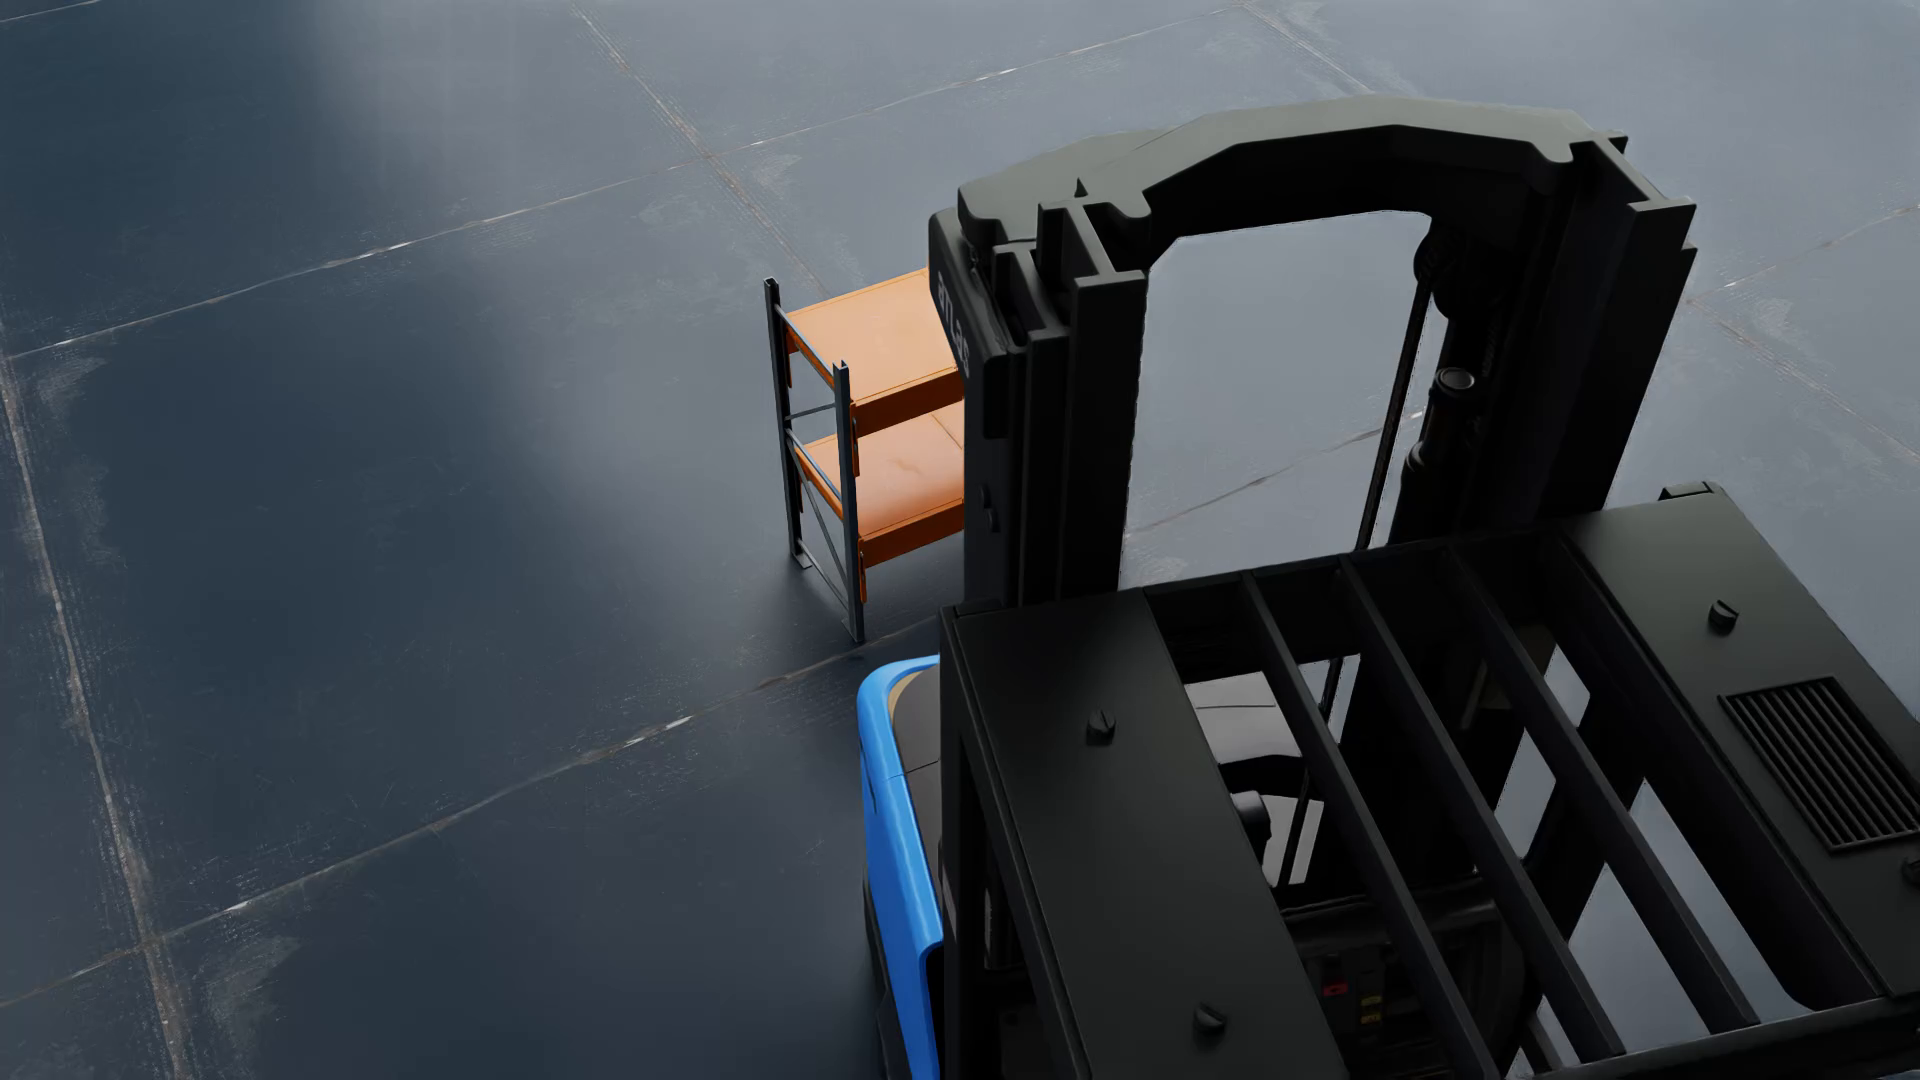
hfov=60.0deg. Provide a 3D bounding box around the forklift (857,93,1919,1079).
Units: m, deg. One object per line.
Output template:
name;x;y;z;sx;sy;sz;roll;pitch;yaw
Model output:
forklift;0.569;0.944;2.672;1.130;2.935;3.031;-9;45;-9

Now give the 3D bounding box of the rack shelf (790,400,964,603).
rack shelf;-0.006;-0.226;5.526;1.000;0.278;0.538;-22;48;-21

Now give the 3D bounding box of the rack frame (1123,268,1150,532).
rack frame;0.435;-0.578;5.538;0.032;1.125;0.500;-22;48;-21

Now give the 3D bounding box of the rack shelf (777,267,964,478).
rack shelf;-0.006;-0.611;5.152;1.000;0.278;0.538;-22;48;-21

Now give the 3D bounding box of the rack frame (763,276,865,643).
rack frame;-0.447;-0.225;5.174;0.032;1.125;0.500;-22;48;-21

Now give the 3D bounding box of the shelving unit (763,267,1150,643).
shelving unit;-0.006;-0.401;5.356;1.048;1.125;0.538;-22;48;-21
